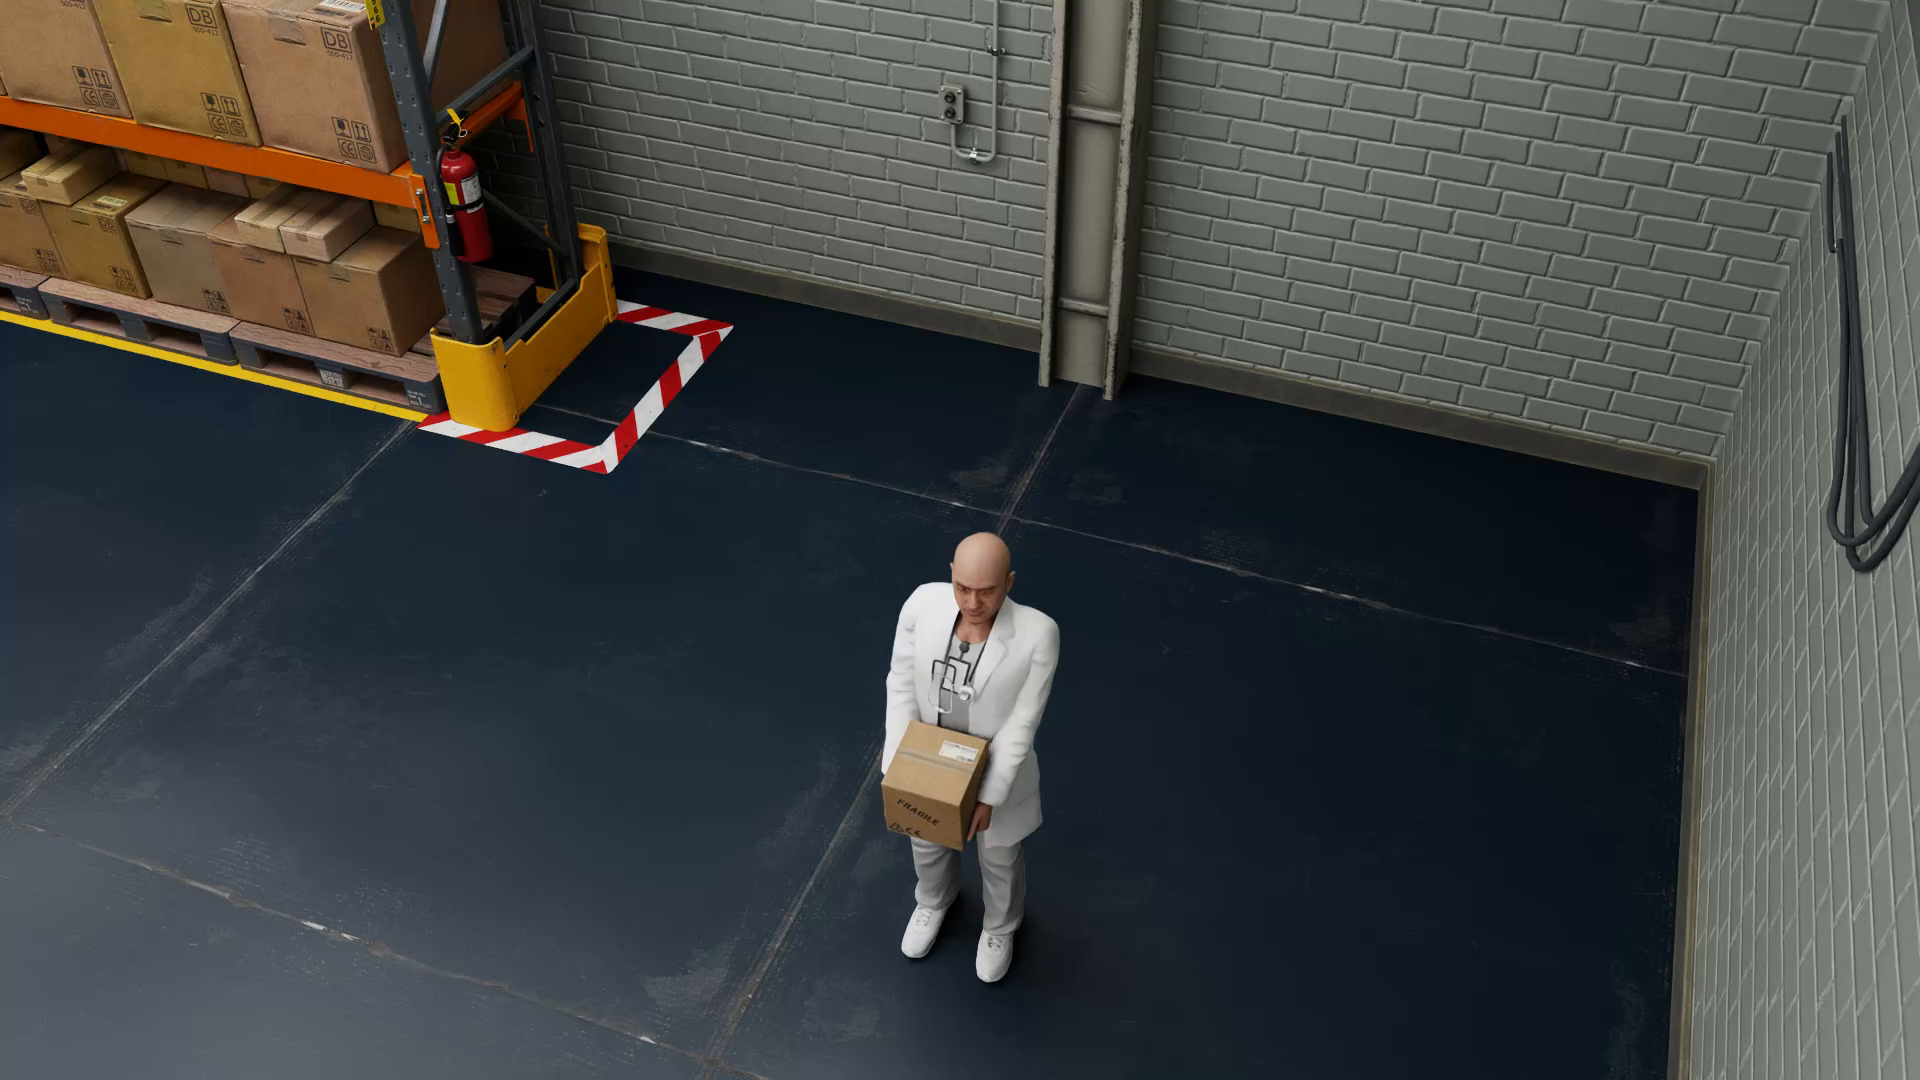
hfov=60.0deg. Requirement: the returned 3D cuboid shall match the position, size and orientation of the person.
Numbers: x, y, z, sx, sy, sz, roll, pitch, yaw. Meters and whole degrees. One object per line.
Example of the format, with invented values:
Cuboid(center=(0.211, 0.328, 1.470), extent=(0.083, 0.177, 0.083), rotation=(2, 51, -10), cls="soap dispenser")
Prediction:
Cuboid(center=(0.000, 0.768, 5.288), extent=(0.526, 1.777, 0.543), rotation=(14, 43, 15), cls="person")
